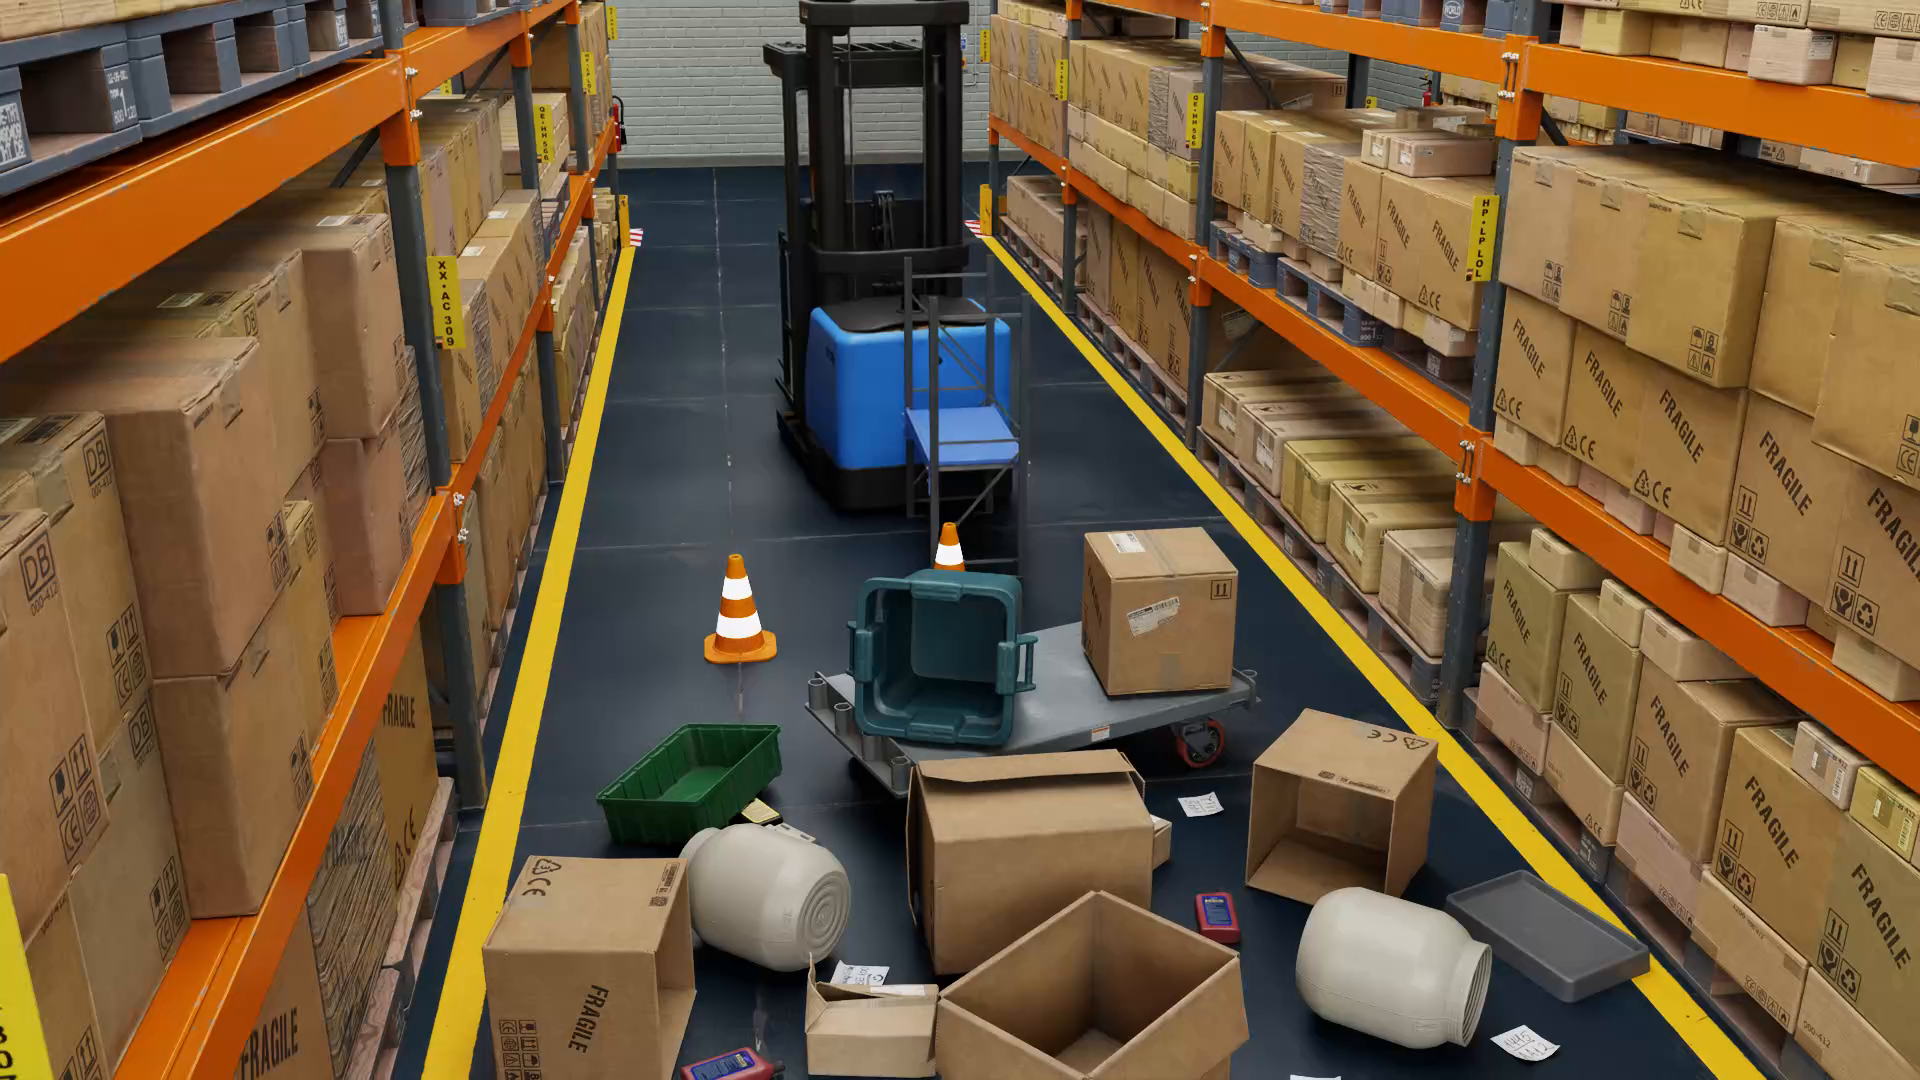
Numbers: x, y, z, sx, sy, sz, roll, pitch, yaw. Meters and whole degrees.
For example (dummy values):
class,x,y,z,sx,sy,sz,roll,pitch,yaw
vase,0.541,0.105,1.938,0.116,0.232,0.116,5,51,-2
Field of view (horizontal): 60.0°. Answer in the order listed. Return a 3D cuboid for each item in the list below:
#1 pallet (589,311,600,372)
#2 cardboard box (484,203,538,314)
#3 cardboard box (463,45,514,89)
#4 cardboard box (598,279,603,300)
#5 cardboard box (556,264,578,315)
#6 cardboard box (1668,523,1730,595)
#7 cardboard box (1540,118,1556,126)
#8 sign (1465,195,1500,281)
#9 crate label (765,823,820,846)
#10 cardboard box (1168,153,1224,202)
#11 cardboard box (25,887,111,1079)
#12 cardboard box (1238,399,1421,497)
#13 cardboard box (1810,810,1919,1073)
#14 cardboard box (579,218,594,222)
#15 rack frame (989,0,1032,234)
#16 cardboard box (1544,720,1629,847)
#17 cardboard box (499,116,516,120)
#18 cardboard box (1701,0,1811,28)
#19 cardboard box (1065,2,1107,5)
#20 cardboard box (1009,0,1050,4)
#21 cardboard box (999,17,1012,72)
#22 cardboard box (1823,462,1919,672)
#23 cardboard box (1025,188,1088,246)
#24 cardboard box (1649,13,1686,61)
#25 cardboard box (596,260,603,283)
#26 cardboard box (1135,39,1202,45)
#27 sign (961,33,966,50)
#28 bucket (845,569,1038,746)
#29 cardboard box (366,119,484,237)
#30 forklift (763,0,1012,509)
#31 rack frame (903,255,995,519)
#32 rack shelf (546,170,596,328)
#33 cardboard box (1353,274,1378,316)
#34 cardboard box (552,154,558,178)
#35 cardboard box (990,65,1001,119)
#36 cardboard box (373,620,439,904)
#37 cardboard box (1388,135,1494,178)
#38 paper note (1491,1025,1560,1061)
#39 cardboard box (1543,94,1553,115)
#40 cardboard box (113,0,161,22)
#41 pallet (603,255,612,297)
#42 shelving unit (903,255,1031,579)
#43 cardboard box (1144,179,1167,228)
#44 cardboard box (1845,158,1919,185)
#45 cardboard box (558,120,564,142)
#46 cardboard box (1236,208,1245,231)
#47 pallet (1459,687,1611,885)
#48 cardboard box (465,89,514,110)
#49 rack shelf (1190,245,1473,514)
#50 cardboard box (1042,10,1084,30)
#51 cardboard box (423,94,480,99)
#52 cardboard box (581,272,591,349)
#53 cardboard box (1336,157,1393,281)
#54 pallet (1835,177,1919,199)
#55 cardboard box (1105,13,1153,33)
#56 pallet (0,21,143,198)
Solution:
class,x,y,z,sx,sy,sz,roll,pitch,yaw
pallet,-3.377,-1.548,13.060,1.003,0.211,1.213,-3,21,-8
cardboard box,-2.513,-1.471,8.725,0.500,0.500,0.500,-3,21,-8
cardboard box,-3.826,-3.928,13.449,0.500,0.500,0.500,-4,21,-10
cardboard box,-3.225,-2.128,14.100,0.380,0.149,0.250,-4,21,-10
cardboard box,-2.906,-1.715,11.421,0.500,0.250,0.500,-3,21,-7
cardboard box,2.449,0.047,5.162,0.380,0.149,0.250,-3,21,-7
cardboard box,5.813,-3.998,15.991,0.380,0.149,0.250,-3,21,-9
sign,1.998,-1.152,6.359,0.100,0.325,0.005,-3,21,-8
crate label,-0.655,1.137,5.975,0.250,0.136,0.298,17,27,39
cardboard box,1.649,-2.343,10.702,0.500,0.250,0.500,-3,21,-8
cardboard box,-1.859,0.834,2.481,0.875,0.550,0.550,-3,21,-8
cardboard box,2.156,-0.538,9.526,0.950,0.372,0.625,-3,21,-9
cardboard box,2.671,1.041,4.399,0.500,0.500,0.500,-2,21,-6
cardboard box,-3.539,-2.849,15.181,0.380,0.149,0.250,-4,21,-10
rack frame,0.817,-4.794,17.764,1.000,3.000,0.127,-3,21,-8
cardboard box,2.452,0.854,5.971,0.500,0.250,0.500,-2,21,-5
cardboard box,-3.012,-2.808,11.357,0.380,0.149,0.250,-3,21,-9
cardboard box,2.482,-1.595,4.702,0.500,0.250,0.500,-3,21,-7
cardboard box,1.243,-5.238,16.453,0.380,0.149,0.250,-2,21,-7
cardboard box,0.702,-5.389,16.858,0.380,0.149,0.250,-2,21,-6
cardboard box,0.685,-4.950,16.610,0.500,0.500,0.500,-3,21,-9
cardboard box,2.636,0.039,4.257,0.500,0.500,0.500,-3,21,-8
cardboard box,1.151,-3.250,16.693,0.875,0.438,0.875,-2,21,-6
cardboard box,2.476,-1.633,5.372,0.380,0.149,0.250,-3,21,-8
cardboard box,-3.226,-2.266,14.047,0.380,0.149,0.250,-2,21,-5
cardboard box,1.706,-3.782,13.483,0.500,0.500,0.500,-2,21,-6
sign,-0.076,-6.890,22.991,0.327,0.218,0.001,-3,21,-8
bucket,-0.036,0.398,6.370,0.726,0.611,0.620,4,11,11
cardboard box,-2.709,-1.746,8.032,0.700,0.500,0.500,-3,21,-9
forklift,-0.589,-2.030,10.462,1.130,2.935,3.031,-6,21,-15
rack frame,-0.058,-0.844,9.332,0.500,1.500,0.032,-3,21,-8
rack shelf,-3.202,-2.095,11.566,1.077,0.370,4.000,-3,21,-8
cardboard box,2.066,-1.150,7.767,0.380,0.149,0.250,-3,21,-7
cardboard box,-3.047,-2.625,11.716,0.380,0.149,0.250,-2,21,-5
cardboard box,0.602,-4.660,17.263,0.500,0.500,0.500,-3,21,-8
cardboard box,-2.316,0.666,5.584,0.875,0.875,0.875,-3,21,-7
cardboard box,2.144,-1.712,7.418,0.380,0.149,0.250,-4,21,-9
paper note,1.725,1.532,5.069,0.142,0.019,0.148,-11,23,-26
cardboard box,5.844,-4.240,16.070,0.500,0.250,0.500,-3,21,-8
cardboard box,-1.639,-0.985,2.895,0.380,0.149,0.250,-3,21,-8
pallet,-3.802,-2.472,15.533,1.003,0.211,1.213,-3,21,-8
shelving unit,0.019,-0.668,8.861,0.538,1.500,1.048,-3,21,-8
cardboard box,1.551,-2.292,11.280,0.500,0.250,0.500,-3,21,-7
cardboard box,6.407,-2.563,11.549,0.380,0.149,0.250,-3,21,-7
cardboard box,-3.166,-3.038,12.396,0.380,0.149,0.250,-2,21,-5
cardboard box,1.840,-1.882,9.726,0.380,0.149,0.250,-4,21,-11
pallet,2.678,0.898,6.510,1.003,0.211,1.213,-3,21,-8
cardboard box,-3.840,-3.464,13.635,0.500,0.500,0.500,-3,21,-8
rack shelf,2.258,-0.994,8.620,1.077,0.370,4.000,-3,21,-8
cardboard box,0.951,-4.674,14.944,0.380,0.149,0.250,-3,21,-8
cardboard box,-3.889,-3.322,12.733,0.380,0.149,0.250,-2,21,-5
cardboard box,-3.061,-1.729,12.530,0.500,0.500,0.500,-3,21,-9
cardboard box,2.112,-1.521,7.833,0.500,0.500,0.500,-2,21,-6
pallet,6.714,-2.417,11.674,1.213,0.211,1.003,-3,21,-8
cardboard box,1.473,-4.525,14.545,0.380,0.149,0.250,-3,21,-8
pallet,-1.878,-0.589,2.347,1.003,0.211,1.213,-3,21,-8
